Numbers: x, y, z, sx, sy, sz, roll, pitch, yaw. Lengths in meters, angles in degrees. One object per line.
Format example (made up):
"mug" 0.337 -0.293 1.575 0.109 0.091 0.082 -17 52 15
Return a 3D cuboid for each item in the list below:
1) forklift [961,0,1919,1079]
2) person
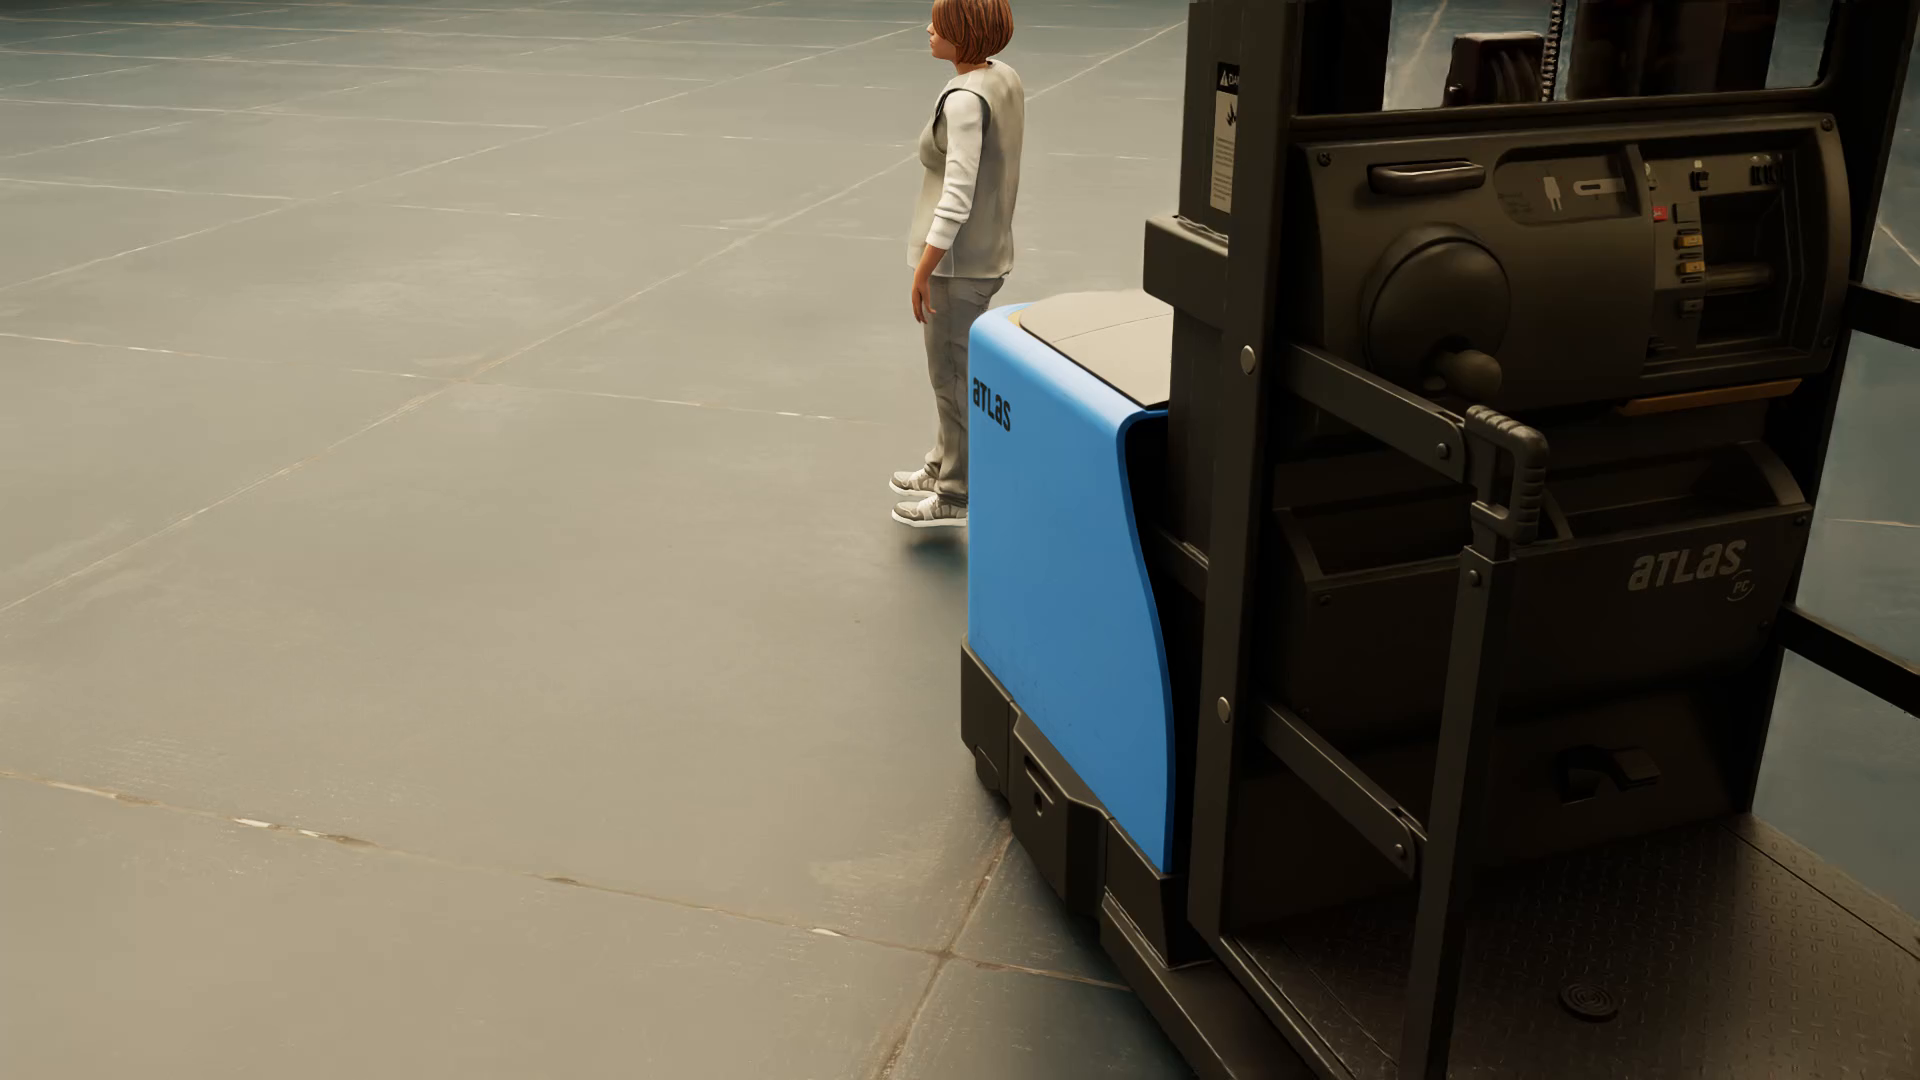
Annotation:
"forklift" 0.989 -0.390 2.225 1.130 2.935 3.031 -8 24 -19
"person" -0.066 -0.796 4.830 0.474 1.598 0.519 7 23 16
